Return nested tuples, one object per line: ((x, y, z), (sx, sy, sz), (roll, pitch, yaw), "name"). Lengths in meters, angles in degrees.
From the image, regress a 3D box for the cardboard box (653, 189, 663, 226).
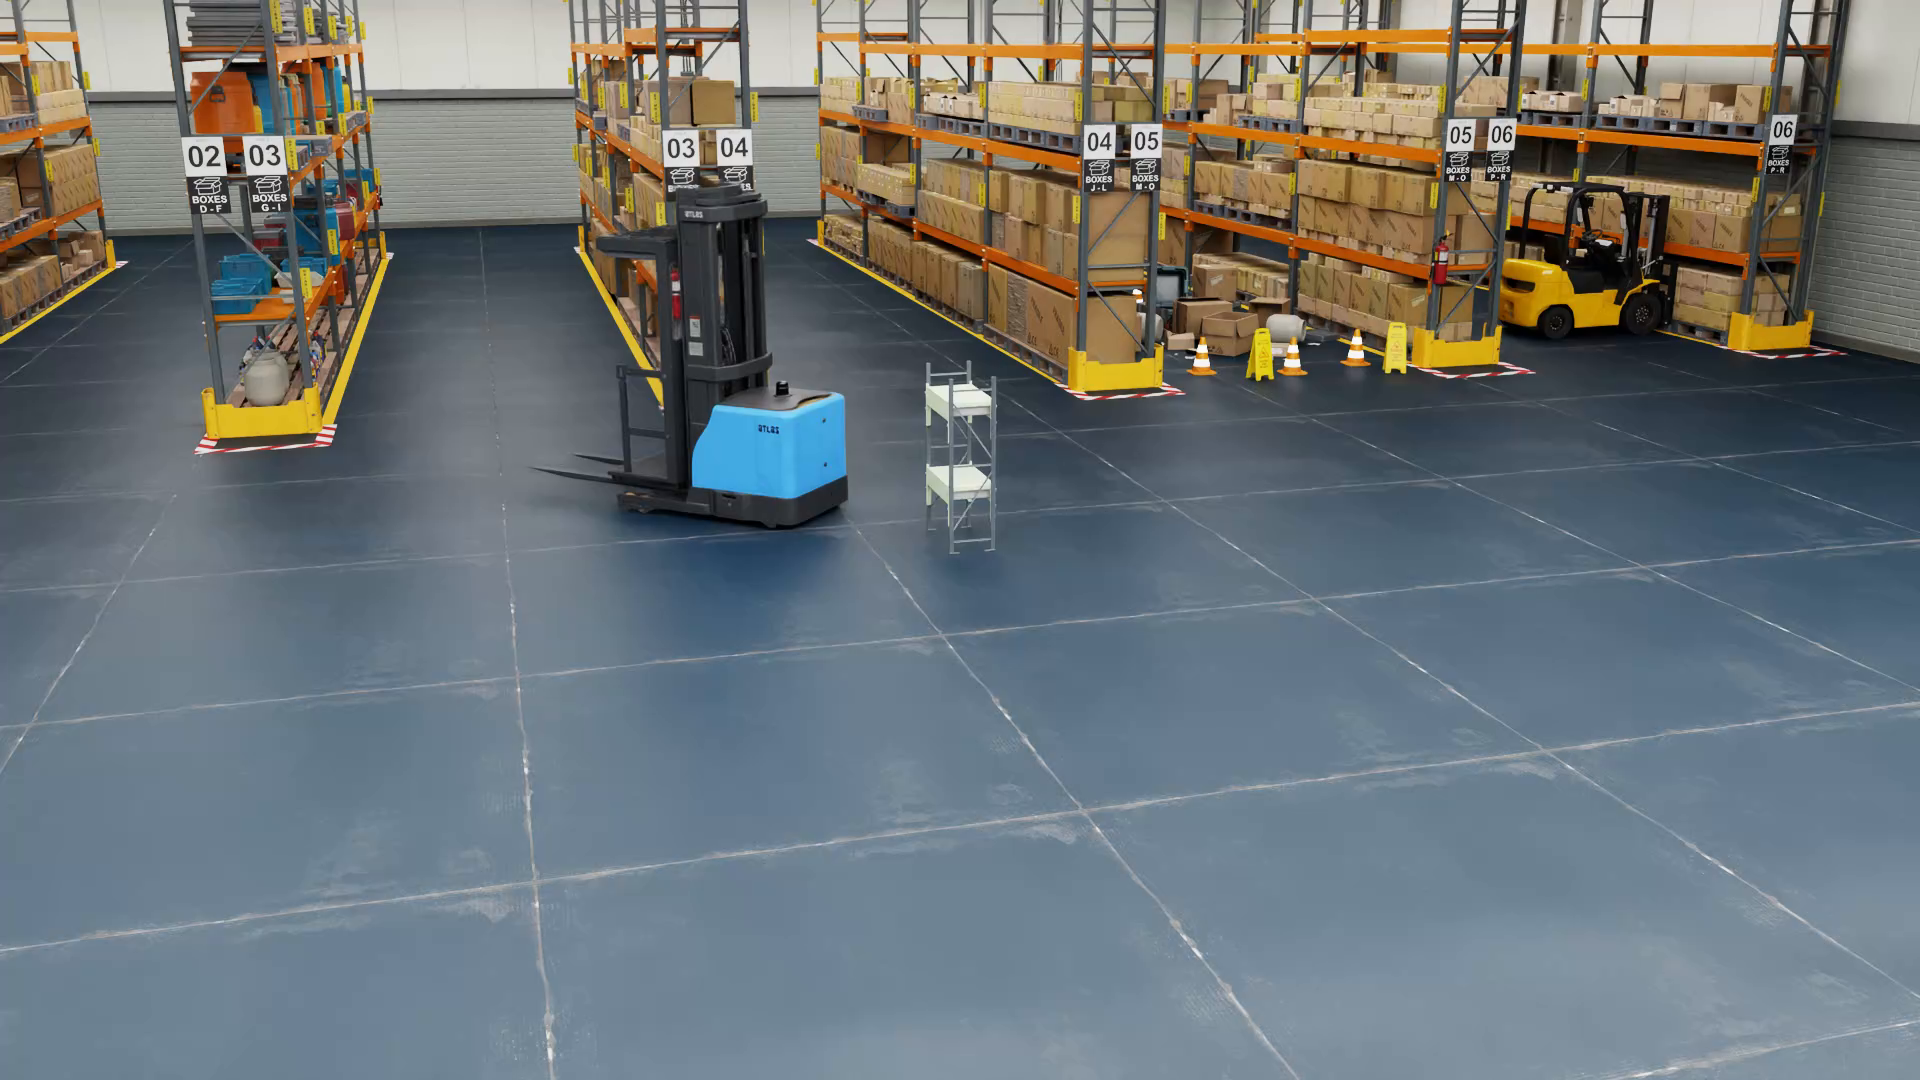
((-3.389, -3.941, 19.929), (0.500, 0.500, 0.500), (-5, 17, -15), "cardboard box")

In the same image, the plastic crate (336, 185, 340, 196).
((-11.160, -6.338, 30.440), (0.437, 0.282, 0.530), (-5, 17, -15), "plastic crate")

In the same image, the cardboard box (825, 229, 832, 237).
((-2.622, -6.457, 34.959), (0.380, 0.149, 0.250), (-4, 17, -14), "cardboard box")

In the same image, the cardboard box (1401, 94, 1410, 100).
((8.586, -8.384, 31.503), (0.380, 0.149, 0.250), (-4, 17, -14), "cardboard box")

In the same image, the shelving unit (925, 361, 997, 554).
((0.002, -0.716, 14.230), (0.431, 1.500, 0.755), (-5, 17, -15), "shelving unit")

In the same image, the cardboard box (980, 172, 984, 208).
((0.698, -5.136, 24.423), (0.700, 0.500, 0.500), (-5, 17, -16), "cardboard box")

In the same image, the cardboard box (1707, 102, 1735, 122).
((10.853, -6.075, 23.578), (0.396, 0.266, 0.258), (-5, 17, -15), "cardboard box")

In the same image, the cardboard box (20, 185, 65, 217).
((-15.560, -5.749, 28.203), (0.500, 0.500, 0.500), (-4, 17, -14), "cardboard box")

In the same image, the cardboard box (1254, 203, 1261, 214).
((4.930, -5.306, 26.608), (0.380, 0.149, 0.250), (-5, 17, -15), "cardboard box")

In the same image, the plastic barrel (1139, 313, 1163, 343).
((2.626, -3.046, 23.856), (0.512, 0.421, 0.421), (7, 18, 23), "plastic barrel")

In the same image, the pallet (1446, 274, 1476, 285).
((9.432, -4.825, 30.148), (1.003, 0.211, 1.213), (-5, 17, -15), "pallet")

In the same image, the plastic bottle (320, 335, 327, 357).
((-8.270, -2.519, 21.581), (0.061, 0.283, 0.133), (-4, 17, -12), "plastic bottle")

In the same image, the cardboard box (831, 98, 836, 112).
((-2.286, -8.724, 33.328), (0.500, 0.250, 0.500), (-5, 18, -17), "cardboard box")

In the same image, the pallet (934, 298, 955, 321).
((0.216, -3.682, 26.343), (1.003, 0.211, 1.213), (-5, 17, -15), "pallet")

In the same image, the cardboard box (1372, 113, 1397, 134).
((5.987, -5.695, 22.726), (0.500, 0.250, 0.500), (-4, 17, -14), "cardboard box")

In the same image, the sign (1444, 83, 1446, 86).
((8.721, -8.033, 29.868), (0.100, 0.325, 0.005), (-5, 17, -15), "sign")

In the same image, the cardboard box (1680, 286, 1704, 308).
((10.880, -3.552, 24.242), (0.500, 0.250, 0.500), (-5, 17, -16), "cardboard box")

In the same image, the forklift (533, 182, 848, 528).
((-2.597, -1.779, 15.279), (3.031, 2.935, 1.130), (8, 18, 25), "forklift")

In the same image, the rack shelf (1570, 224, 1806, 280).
((10.893, -4.387, 25.093), (1.077, 0.370, 4.000), (-5, 17, -15), "rack shelf")

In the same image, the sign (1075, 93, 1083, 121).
((1.413, -5.149, 19.765), (0.100, 0.325, 0.005), (-5, 17, -15), "sign")

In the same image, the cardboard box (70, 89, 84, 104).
((-16.394, -8.127, 30.472), (0.500, 0.250, 0.500), (-5, 17, -15), "cardboard box")

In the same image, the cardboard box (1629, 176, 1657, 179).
((10.750, -5.649, 26.225), (0.380, 0.149, 0.250), (-5, 17, -17), "cardboard box")

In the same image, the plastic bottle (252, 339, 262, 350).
((-8.845, -2.350, 20.901), (0.144, 0.351, 0.185), (-5, 18, -18), "plastic bottle")

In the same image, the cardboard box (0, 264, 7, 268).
((-15.495, -4.114, 26.513), (0.500, 0.500, 0.500), (-4, 17, -15), "cardboard box")

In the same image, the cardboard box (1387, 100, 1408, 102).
((6.290, -6.166, 23.600), (0.380, 0.149, 0.250), (-4, 17, -15), "cardboard box")

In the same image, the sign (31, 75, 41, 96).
((-15.149, -7.456, 27.263), (0.100, 0.325, 0.005), (-5, 17, -15), "sign")

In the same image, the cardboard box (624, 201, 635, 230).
((-4.522, -4.831, 24.410), (0.797, 0.503, 0.637), (-3, 17, -10), "cardboard box")

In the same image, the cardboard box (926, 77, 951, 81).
((-0.355, -7.773, 28.398), (0.396, 0.266, 0.258), (-5, 17, -15), "cardboard box")

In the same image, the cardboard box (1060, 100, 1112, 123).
((1.536, -5.235, 20.292), (0.500, 0.250, 0.500), (-4, 17, -15), "cardboard box")

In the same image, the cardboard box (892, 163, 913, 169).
((-1.061, -6.955, 31.065), (0.380, 0.149, 0.250), (-4, 17, -13), "cardboard box")

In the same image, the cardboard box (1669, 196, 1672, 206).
((10.720, -5.040, 24.715), (0.380, 0.149, 0.250), (-5, 17, -16), "cardboard box")

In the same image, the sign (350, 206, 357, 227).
((-9.292, -4.946, 25.421), (0.100, 0.325, 0.005), (-5, 17, -15), "sign")

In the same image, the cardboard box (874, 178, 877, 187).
((-1.327, -6.400, 29.735), (0.380, 0.149, 0.250), (-5, 17, -16), "cardboard box")

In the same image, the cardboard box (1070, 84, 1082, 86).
((1.664, -5.923, 21.890), (0.380, 0.149, 0.250), (-4, 17, -15), "cardboard box")

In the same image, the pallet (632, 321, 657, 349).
((-4.172, -2.988, 24.031), (1.003, 0.211, 1.213), (-5, 17, -15), "pallet")

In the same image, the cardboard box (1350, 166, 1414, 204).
((5.946, -5.001, 23.457), (0.700, 0.500, 0.500), (-5, 17, -16), "cardboard box")

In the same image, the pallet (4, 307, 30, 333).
((-14.751, -3.306, 25.092), (1.003, 0.211, 1.213), (-5, 17, -15), "pallet")

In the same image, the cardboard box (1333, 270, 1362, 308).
((5.773, -3.660, 24.167), (0.500, 0.500, 0.500), (-4, 17, -12), "cardboard box")

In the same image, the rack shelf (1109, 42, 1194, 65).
((3.922, -8.888, 30.345), (1.077, 0.370, 4.000), (-5, 17, -15), "rack shelf")

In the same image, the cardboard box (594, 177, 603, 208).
((-6.270, -6.222, 29.777), (0.500, 0.500, 0.500), (-5, 17, -15), "cardboard box")

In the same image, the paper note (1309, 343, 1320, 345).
((5.055, -2.802, 23.726), (0.142, 0.019, 0.148), (-12, 20, -34), "paper note")

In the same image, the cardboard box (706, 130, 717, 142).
((-2.711, -4.652, 19.077), (0.380, 0.149, 0.250), (-5, 17, -16), "cardboard box")

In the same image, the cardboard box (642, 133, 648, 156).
((-3.650, -4.898, 20.592), (0.500, 0.250, 0.500), (-5, 17, -16), "cardboard box")

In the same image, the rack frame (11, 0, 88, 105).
((-16.781, -9.518, 30.497), (1.000, 3.000, 0.127), (-5, 17, -15), "rack frame")

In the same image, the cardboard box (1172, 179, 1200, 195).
((4.095, -6.279, 29.534), (0.500, 0.250, 0.500), (-5, 17, -15), "cardboard box")

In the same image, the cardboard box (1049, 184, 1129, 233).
((1.634, -4.205, 21.100), (0.875, 0.550, 0.550), (-5, 17, -15), "cardboard box")

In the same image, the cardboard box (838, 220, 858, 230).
((-2.260, -6.378, 33.662), (0.380, 0.149, 0.250), (-4, 17, -14), "cardboard box")

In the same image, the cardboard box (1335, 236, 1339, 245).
((5.709, -4.379, 24.254), (0.380, 0.149, 0.250), (-5, 17, -16), "cardboard box")

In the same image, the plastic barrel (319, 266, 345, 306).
((-9.969, -4.118, 25.991), (0.600, 0.830, 0.708), (-5, 17, -15), "plastic barrel")

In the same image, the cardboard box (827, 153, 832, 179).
((-2.429, -7.690, 34.147), (0.500, 0.500, 0.500), (-5, 17, -15), "cardboard box")

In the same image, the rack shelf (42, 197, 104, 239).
((-16.231, -5.747, 29.622), (1.077, 0.370, 4.000), (-5, 17, -15), "rack shelf")

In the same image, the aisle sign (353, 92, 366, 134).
((-11.755, -8.324, 32.429), (0.394, 0.787, 0.004), (-5, 17, -15), "aisle sign")

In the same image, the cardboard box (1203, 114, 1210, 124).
((4.395, -7.214, 28.475), (0.380, 0.149, 0.250), (-5, 17, -15), "cardboard box")

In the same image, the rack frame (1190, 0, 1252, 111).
((4.472, -8.871, 28.342), (1.000, 3.000, 0.127), (-5, 17, -15), "rack frame")
